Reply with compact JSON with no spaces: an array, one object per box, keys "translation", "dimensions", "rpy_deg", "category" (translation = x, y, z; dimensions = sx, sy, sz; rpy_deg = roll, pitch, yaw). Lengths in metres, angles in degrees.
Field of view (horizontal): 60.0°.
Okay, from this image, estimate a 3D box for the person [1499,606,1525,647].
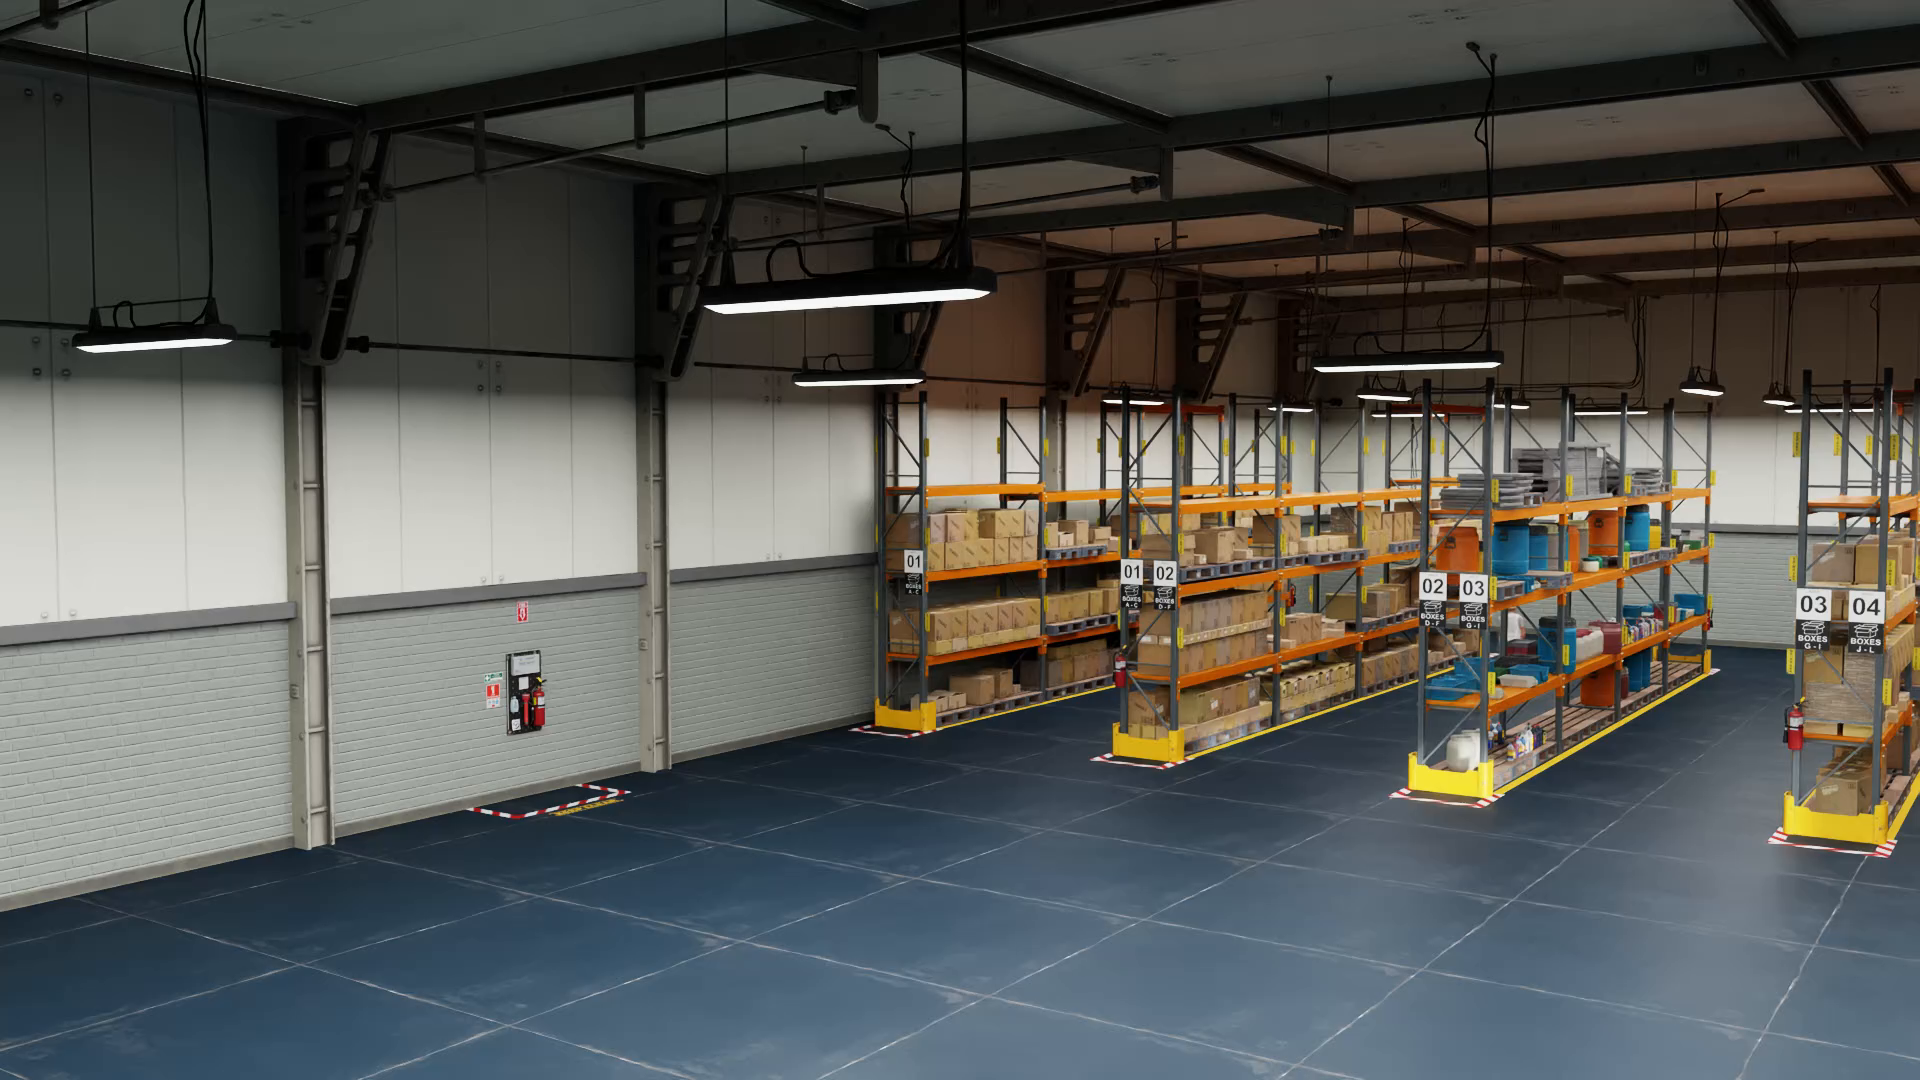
[{"translation":[11.587,2.174,34.878],"dimensions":[0.592,1.787,0.505],"rpy_deg":[2,4,37],"category":"person"}]
